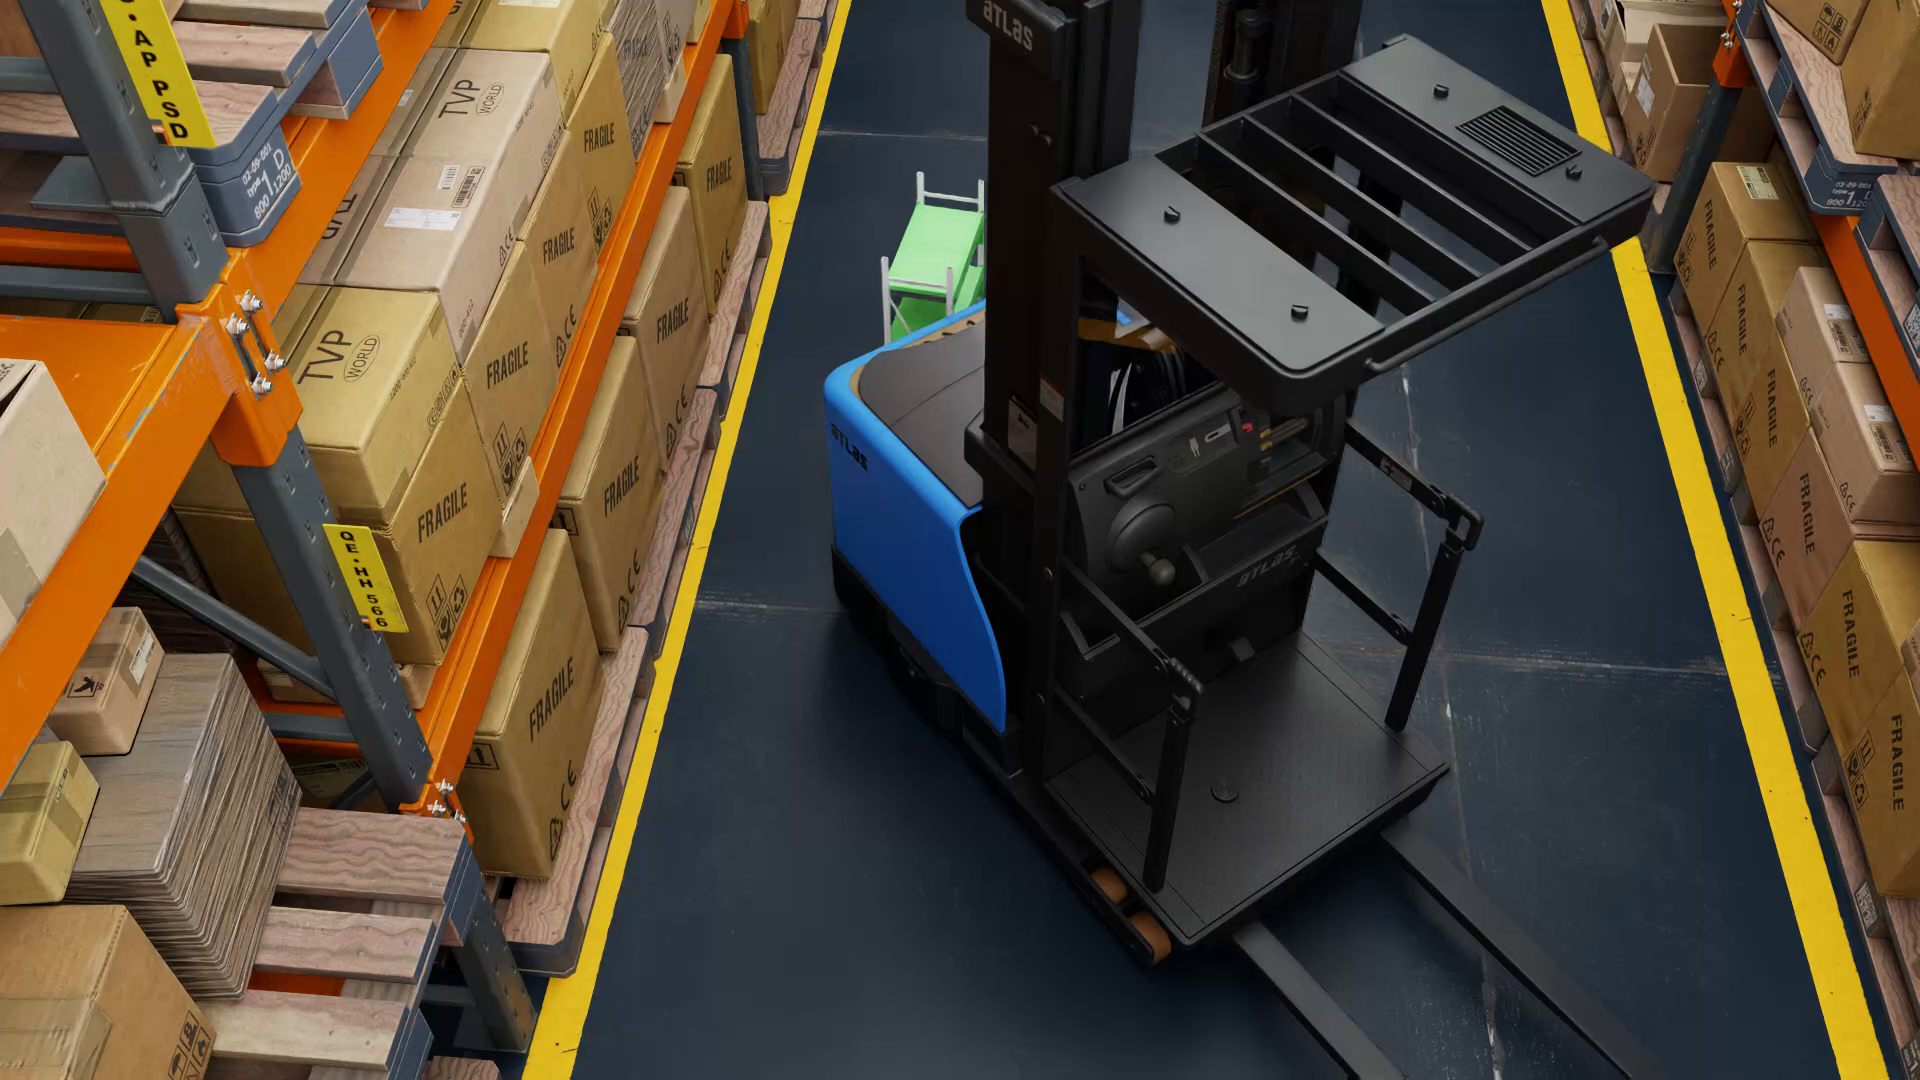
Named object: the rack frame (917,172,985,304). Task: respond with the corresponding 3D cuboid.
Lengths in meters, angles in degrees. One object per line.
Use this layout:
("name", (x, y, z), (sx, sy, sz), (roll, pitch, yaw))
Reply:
("rack frame", (-0.032, -0.854, 6.218), (0.240, 1.200, 0.015), (10, 48, 9))

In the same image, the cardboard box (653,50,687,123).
("cardboard box", (-1.178, -1.605, 5.842), (0.380, 0.149, 0.250), (4, 48, 4))

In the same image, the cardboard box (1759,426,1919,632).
("cardboard box", (3.113, -0.027, 5.638), (0.500, 0.500, 0.500), (2, 48, 2))

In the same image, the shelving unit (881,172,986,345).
("shelving unit", (-0.086, -0.678, 6.057), (0.258, 1.200, 0.503), (10, 48, 9))

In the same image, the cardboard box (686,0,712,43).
("cardboard box", (-1.144, -1.990, 6.194), (0.380, 0.149, 0.250), (5, 48, 4))

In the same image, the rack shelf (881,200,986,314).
("rack shelf", (-0.086, -0.959, 5.750), (0.258, 0.148, 0.480), (10, 48, 9))

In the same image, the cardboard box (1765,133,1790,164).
("cardboard box", (3.791, -1.727, 7.321), (0.500, 0.311, 0.500), (4, 48, 4))

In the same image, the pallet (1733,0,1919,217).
("pallet", (3.356, -1.548, 5.763), (1.003, 0.211, 1.213), (4, 48, 4))

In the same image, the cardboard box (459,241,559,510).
("cardboard box", (-1.404, -0.448, 4.344), (0.500, 0.500, 0.500), (5, 48, 5))

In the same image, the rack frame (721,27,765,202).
("rack frame", (-1.396, -2.523, 6.524), (1.000, 3.000, 0.127), (4, 48, 4))

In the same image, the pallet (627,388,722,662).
("pallet", (-1.500, -0.110, 6.208), (1.003, 0.211, 1.213), (4, 48, 4))

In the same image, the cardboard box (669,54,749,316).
("cardboard box", (-1.326, -1.452, 6.718), (0.750, 0.750, 0.750), (4, 48, 4))

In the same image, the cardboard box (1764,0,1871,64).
("cardboard box", (3.271, -2.035, 5.726), (0.700, 0.500, 0.500), (-11, 48, -10))

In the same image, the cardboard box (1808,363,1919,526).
("cardboard box", (3.114, -0.308, 5.386), (0.500, 0.250, 0.500), (3, 48, 3))

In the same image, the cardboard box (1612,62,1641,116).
("cardboard box", (3.281, -2.096, 7.768), (0.380, 0.149, 0.250), (4, 48, 4))

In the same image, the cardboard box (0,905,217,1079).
("cardboard box", (-1.817, 0.993, 2.943), (0.700, 0.500, 0.500), (0, 48, 0))

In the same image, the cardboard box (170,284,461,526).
("cardboard box", (-1.460, -0.315, 3.714), (0.500, 0.250, 0.500), (5, 48, 4))

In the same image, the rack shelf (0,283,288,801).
("rack shelf", (-1.943, 1.117, 1.650), (1.077, 0.370, 4.000), (4, 48, 4))

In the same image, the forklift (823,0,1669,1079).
("forklift", (0.809, -0.111, 4.366), (1.130, 2.935, 3.031), (-28, 53, -23))

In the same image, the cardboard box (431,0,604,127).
("cardboard box", (-1.332, -1.432, 4.736), (0.500, 0.250, 0.500), (3, 48, 3))

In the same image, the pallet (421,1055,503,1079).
("pallet", (-1.833, 1.932, 4.340), (1.003, 0.211, 1.213), (4, 48, 4))

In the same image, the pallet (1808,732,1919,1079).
("pallet", (3.278, 1.142, 5.062), (1.003, 0.211, 1.213), (4, 48, 4))

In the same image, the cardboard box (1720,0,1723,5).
("cardboard box", (3.703, -2.879, 8.244), (0.797, 0.503, 0.637), (4, 48, 4))

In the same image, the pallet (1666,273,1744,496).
("pallet", (3.501, -0.651, 6.702), (1.003, 0.211, 1.213), (4, 48, 4))

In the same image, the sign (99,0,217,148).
("sign", (-1.220, -0.732, 2.504), (0.100, 0.325, 0.005), (4, 48, 4))

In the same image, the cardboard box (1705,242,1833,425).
("cardboard box", (3.213, -0.765, 6.313), (0.500, 0.500, 0.500), (4, 48, 4))

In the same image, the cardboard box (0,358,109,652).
("cardboard box", (-1.557, -0.025, 2.254), (0.500, 0.311, 0.500), (4, 48, 4))

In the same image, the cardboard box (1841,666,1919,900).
("cardboard box", (3.024, 0.739, 4.937), (0.500, 0.500, 0.500), (6, 48, 5))

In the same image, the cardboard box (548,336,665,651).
("cardboard box", (-1.477, -0.174, 5.549), (0.750, 0.750, 0.750), (4, 48, 3))

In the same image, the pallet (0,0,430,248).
("pallet", (-1.755, -1.009, 3.235), (1.213, 0.211, 1.003), (6, 48, 5))

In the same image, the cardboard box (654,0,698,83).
("cardboard box", (-1.224, -1.932, 5.701), (0.500, 0.500, 0.500), (4, 48, 4))

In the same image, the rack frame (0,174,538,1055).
("rack frame", (-1.761, 0.417, 3.836), (1.000, 3.000, 0.127), (4, 48, 4))

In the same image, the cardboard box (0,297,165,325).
("cardboard box", (-1.978, -0.328, 3.726), (0.500, 0.250, 0.500), (5, 48, 5))

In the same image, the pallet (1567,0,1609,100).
("pallet", (3.709, -2.655, 8.535), (1.003, 0.211, 1.213), (4, 48, 4))

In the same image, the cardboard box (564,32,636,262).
("cardboard box", (-1.318, -1.196, 5.028), (0.500, 0.500, 0.500), (5, 48, 5))

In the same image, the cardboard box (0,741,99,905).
("cardboard box", (-1.777, 0.509, 2.947), (0.380, 0.149, 0.250), (-3, 48, -3))

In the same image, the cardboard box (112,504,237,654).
("cardboard box", (-1.980, -0.089, 4.016), (0.500, 0.500, 0.500), (4, 48, 4))

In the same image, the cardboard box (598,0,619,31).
("cardboard box", (-1.287, -1.806, 5.078), (0.500, 0.250, 0.500), (5, 48, 4))

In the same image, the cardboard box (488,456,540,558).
("cardboard box", (-1.360, -0.106, 4.471), (0.380, 0.149, 0.250), (5, 48, 5))

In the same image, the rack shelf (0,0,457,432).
("rack shelf", (-1.578, -1.823, 4.339), (1.077, 0.370, 4.000), (4, 48, 4))

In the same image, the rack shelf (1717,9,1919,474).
("rack shelf", (3.355, -0.480, 5.144), (1.077, 0.370, 4.000), (4, 48, 4))

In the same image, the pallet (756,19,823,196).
("pallet", (-1.249, -2.135, 8.060), (1.003, 0.211, 1.213), (4, 48, 4))

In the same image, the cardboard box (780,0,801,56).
("cardboard box", (-1.177, -2.732, 8.126), (0.700, 0.500, 0.500), (3, 48, 3))
